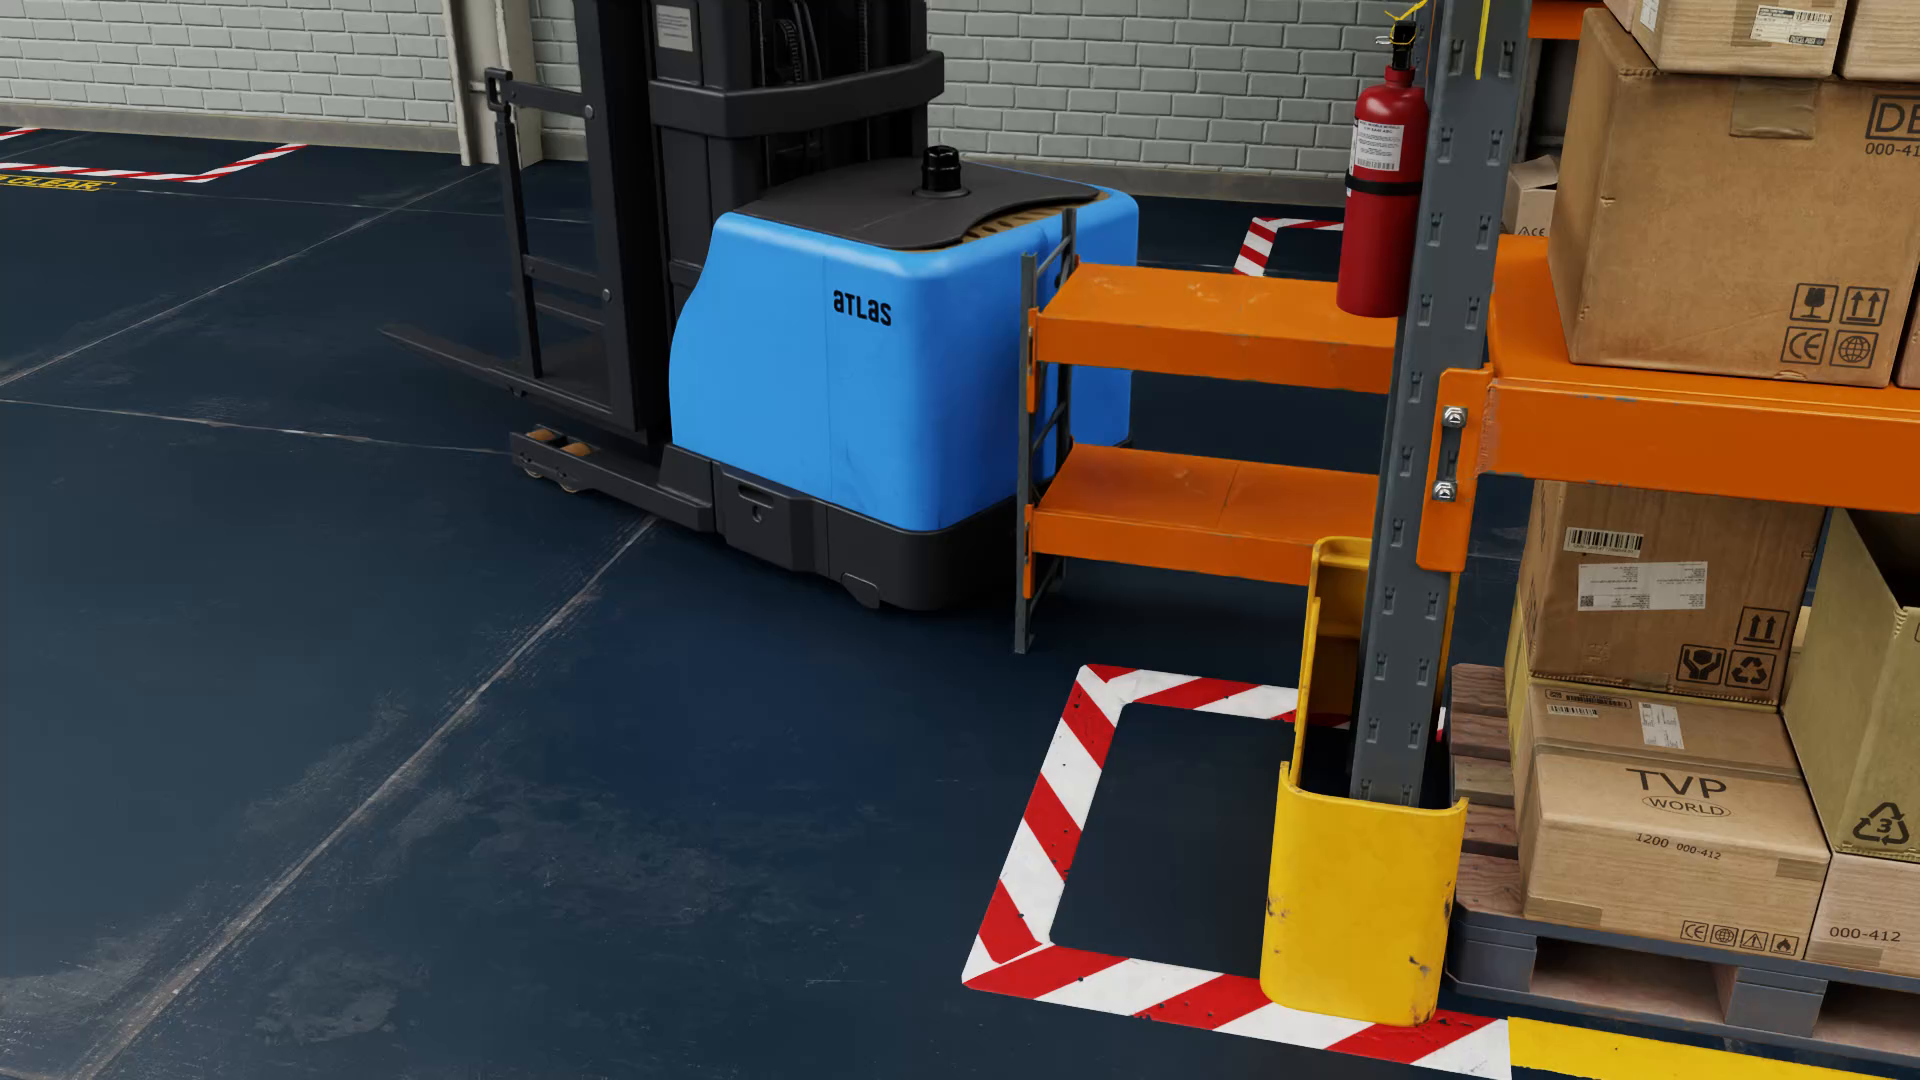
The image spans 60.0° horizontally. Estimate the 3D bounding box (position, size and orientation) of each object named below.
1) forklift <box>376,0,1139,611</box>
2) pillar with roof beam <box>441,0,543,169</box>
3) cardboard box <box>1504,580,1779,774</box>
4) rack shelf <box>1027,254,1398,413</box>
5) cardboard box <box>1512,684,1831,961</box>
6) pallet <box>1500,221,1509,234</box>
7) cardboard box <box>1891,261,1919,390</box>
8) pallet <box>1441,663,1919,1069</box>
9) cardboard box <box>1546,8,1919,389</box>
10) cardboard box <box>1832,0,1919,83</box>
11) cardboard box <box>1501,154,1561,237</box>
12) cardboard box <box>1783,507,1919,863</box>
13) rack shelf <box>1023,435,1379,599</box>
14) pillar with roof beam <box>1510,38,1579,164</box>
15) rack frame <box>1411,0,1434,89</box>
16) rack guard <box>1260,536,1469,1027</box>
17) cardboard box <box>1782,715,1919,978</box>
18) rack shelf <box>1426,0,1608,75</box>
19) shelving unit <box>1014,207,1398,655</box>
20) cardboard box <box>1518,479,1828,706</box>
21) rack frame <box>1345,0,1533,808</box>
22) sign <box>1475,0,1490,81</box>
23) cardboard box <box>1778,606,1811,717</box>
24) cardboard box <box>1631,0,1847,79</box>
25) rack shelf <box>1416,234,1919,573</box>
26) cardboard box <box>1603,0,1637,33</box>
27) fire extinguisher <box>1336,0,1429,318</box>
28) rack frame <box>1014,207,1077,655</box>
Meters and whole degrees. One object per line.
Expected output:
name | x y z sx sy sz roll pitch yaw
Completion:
forklift | -0.903 -1.634 5.272 3.031 2.935 1.130 20 32 36
pillar with roof beam | -3.832 -4.562 4.363 0.400 9.000 9.100 6 26 13
cardboard box | 1.520 0.331 3.775 0.500 0.250 0.500 6 26 13
rack shelf | 0.723 -0.499 4.308 1.000 0.278 0.538 7 26 15
cardboard box | 1.391 0.547 3.322 0.500 0.250 0.500 6 26 13
pallet | 3.009 -1.349 7.837 1.213 0.211 1.003 6 26 13
cardboard box | 1.886 -0.591 2.885 0.500 0.500 0.700 7 26 14
pallet | 1.678 0.668 3.600 1.213 0.211 1.003 6 26 13
cardboard box | 1.376 -0.645 2.998 0.500 0.500 0.700 6 26 13
cardboard box | 1.510 -0.834 2.642 0.250 0.149 0.380 6 26 12
cardboard box | 2.805 -1.591 7.718 0.500 0.311 0.500 3 26 7
cardboard box | 1.876 0.261 3.050 0.500 0.500 0.500 6 26 13
rack shelf | 0.723 -0.014 4.539 1.000 0.278 0.538 7 26 15
pillar with roof beam | 1.979 -3.919 3.014 0.400 9.000 9.100 6 26 13
rack frame | 2.158 -2.718 7.469 0.127 3.000 1.000 6 26 13
rack guard | 0.904 0.471 3.679 0.348 0.500 1.175 6 26 13
cardboard box | 1.877 0.599 3.213 0.500 0.250 0.500 6 26 13
rack shelf | 4.095 -2.179 7.174 4.000 0.370 1.077 6 26 13
shelving unit | 0.723 -0.235 4.434 1.048 1.125 0.538 7 26 15
cardboard box | 1.521 -0.008 3.615 0.500 0.500 0.500 6 26 13
rack frame | 0.927 -0.655 3.136 0.127 3.000 1.000 6 26 13
sign | 0.783 -0.851 2.449 0.005 0.325 0.100 6 26 13
cardboard box | 2.008 0.380 3.673 0.500 0.250 0.500 6 26 13
cardboard box | 1.254 -0.861 2.699 0.250 0.149 0.380 6 26 13
rack shelf | 2.864 -0.116 2.841 4.000 0.370 1.077 6 26 13
cardboard box | 1.345 -1.031 3.056 0.250 0.149 0.380 6 26 12
fire extinguisher | 0.929 -0.826 3.585 0.183 0.674 0.296 6 26 13
rack frame | 0.235 -0.295 4.562 0.032 1.125 0.500 7 26 15
